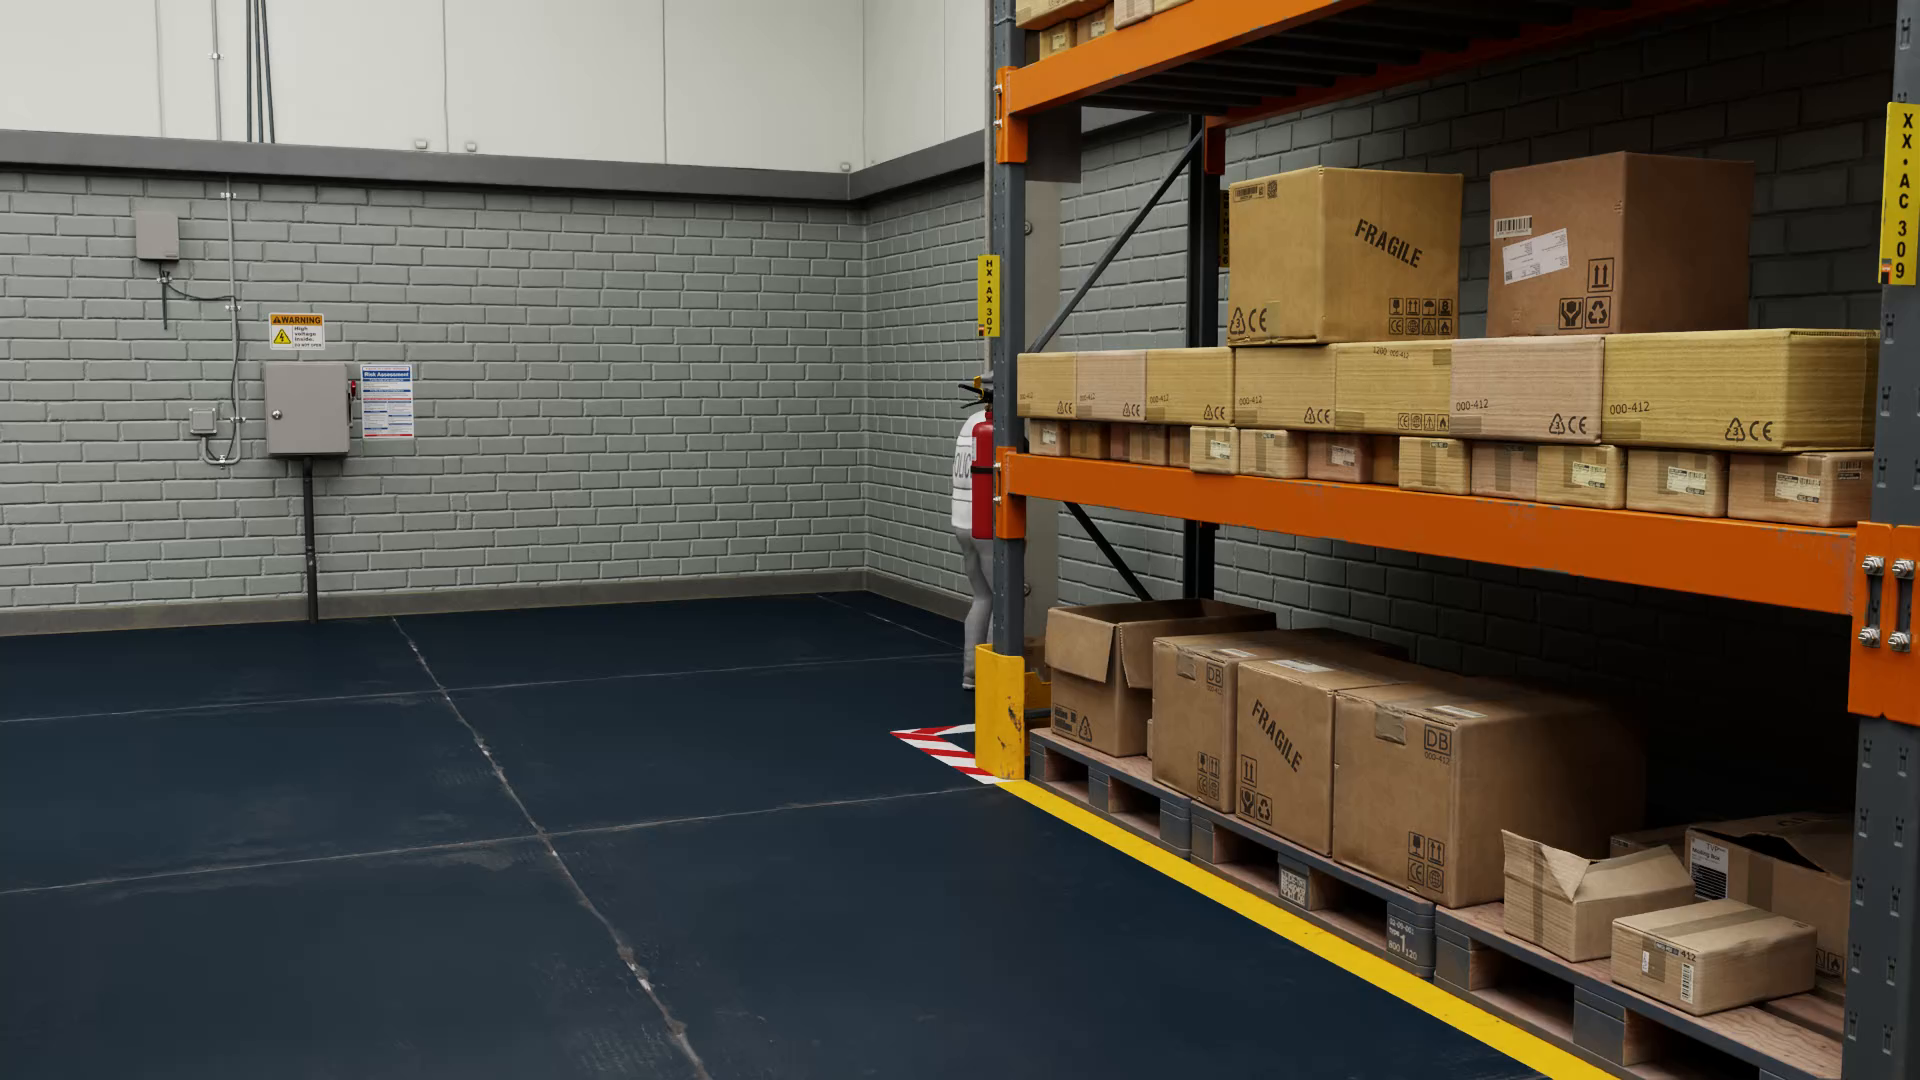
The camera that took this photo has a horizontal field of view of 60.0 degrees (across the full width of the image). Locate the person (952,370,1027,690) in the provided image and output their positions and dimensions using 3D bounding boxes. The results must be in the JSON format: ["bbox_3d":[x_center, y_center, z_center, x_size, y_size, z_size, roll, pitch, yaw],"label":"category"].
[{"bbox_3d":[0.178,-0.045,8.460,0.397,1.661,0.531,-3,6,-27],"label":"person"}]
